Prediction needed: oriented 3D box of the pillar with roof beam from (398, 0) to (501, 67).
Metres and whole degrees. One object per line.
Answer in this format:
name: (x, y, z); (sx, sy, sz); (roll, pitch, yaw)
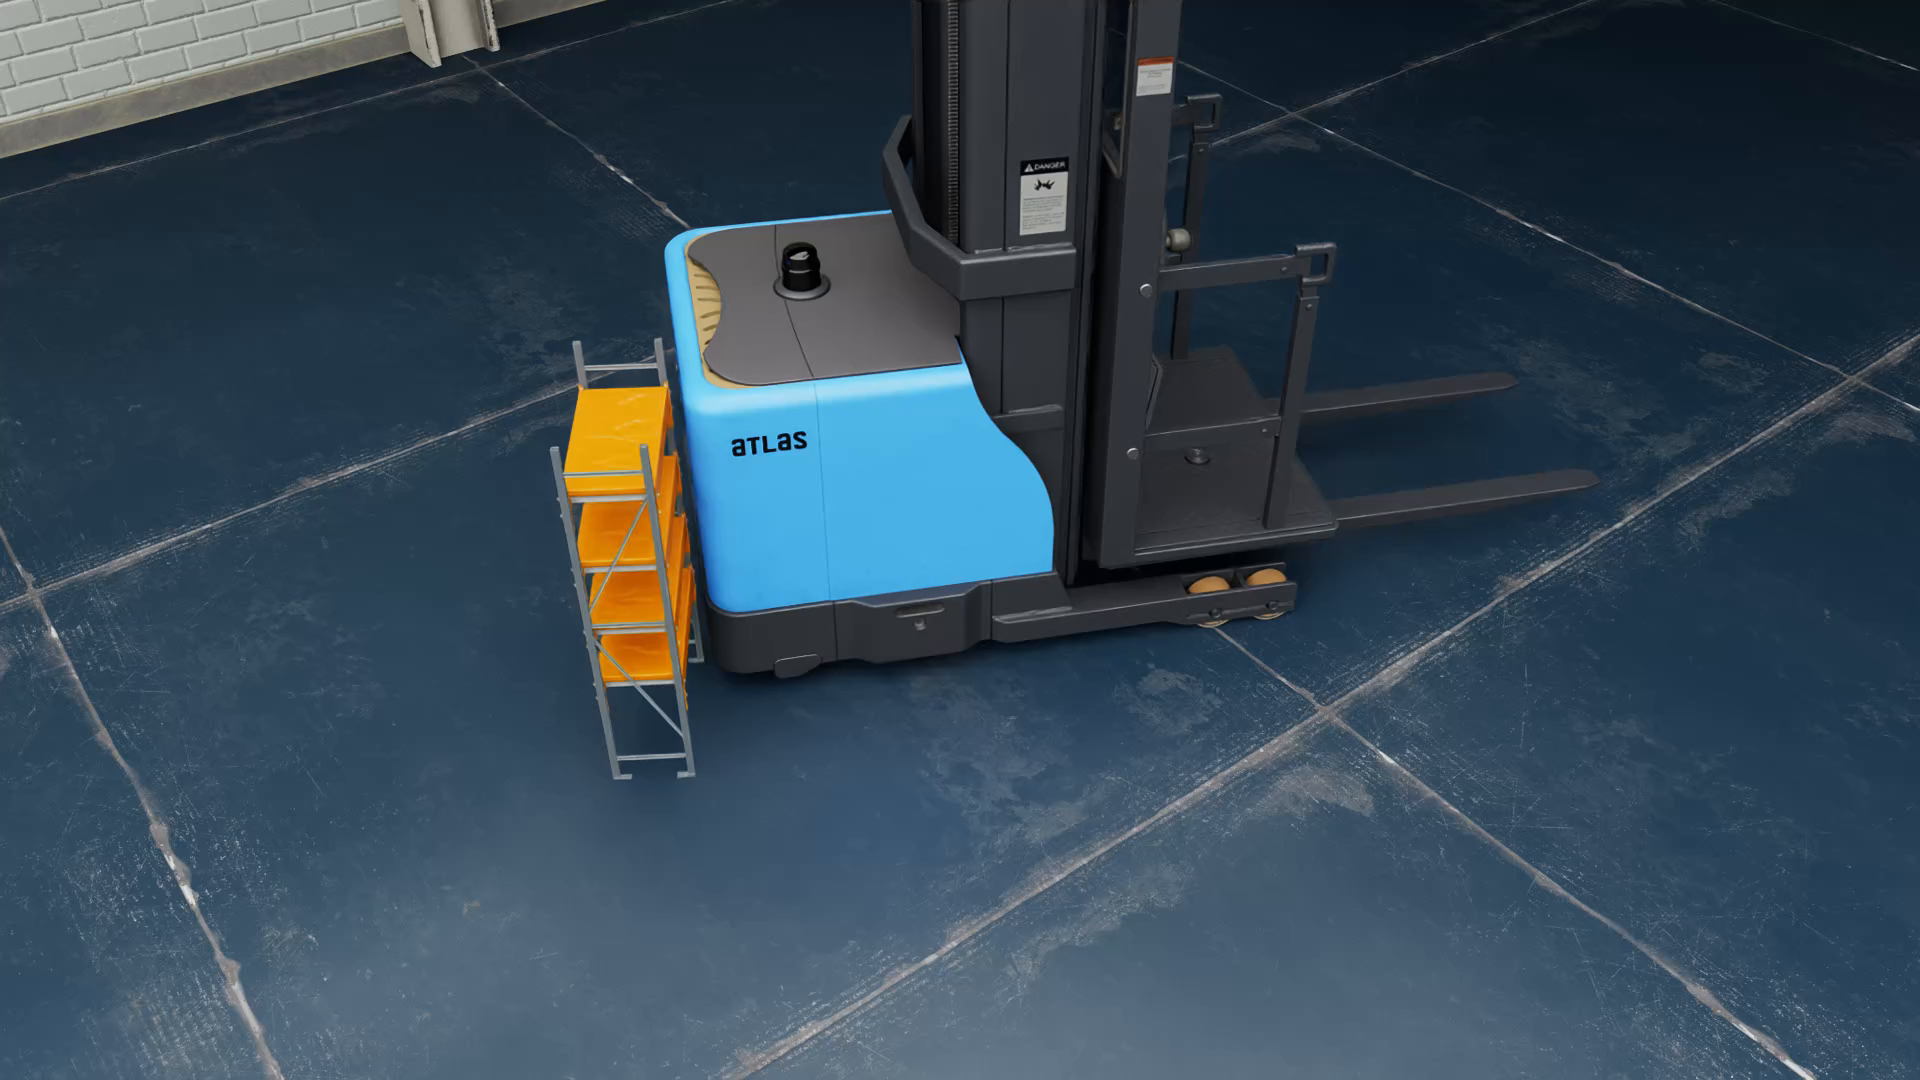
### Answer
pillar with roof beam: (-0.105, -3.966, 3.489); (0.400, 9.000, 9.100); (-26, 46, -28)

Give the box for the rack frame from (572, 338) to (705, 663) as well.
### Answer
rack frame: (-0.931, -0.077, 4.898); (0.240, 1.200, 0.015); (-2, 39, -3)

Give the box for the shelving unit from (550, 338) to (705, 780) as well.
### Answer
shelving unit: (-0.915, 0.078, 4.709); (0.258, 1.200, 0.503); (-2, 39, -3)

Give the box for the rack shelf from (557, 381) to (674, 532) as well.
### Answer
rack shelf: (-0.915, -0.226, 4.460); (0.258, 0.148, 0.480); (-2, 39, -3)

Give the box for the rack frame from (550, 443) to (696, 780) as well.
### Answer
rack frame: (-0.899, 0.232, 4.521); (0.240, 1.200, 0.015); (-2, 39, -3)

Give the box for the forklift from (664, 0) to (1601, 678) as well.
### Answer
forklift: (0.626, -1.171, 4.867); (3.031, 2.935, 1.130); (-7, 40, -9)

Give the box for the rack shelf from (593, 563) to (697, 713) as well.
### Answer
rack shelf: (-0.915, 0.283, 4.878); (0.258, 0.148, 0.480); (-2, 39, -3)

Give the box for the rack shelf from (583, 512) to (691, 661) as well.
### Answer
rack shelf: (-0.915, 0.130, 4.752); (0.258, 0.148, 0.480); (-2, 39, -3)

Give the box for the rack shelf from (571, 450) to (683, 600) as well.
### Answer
rack shelf: (-0.915, -0.043, 4.610); (0.258, 0.148, 0.480); (-2, 39, -3)
